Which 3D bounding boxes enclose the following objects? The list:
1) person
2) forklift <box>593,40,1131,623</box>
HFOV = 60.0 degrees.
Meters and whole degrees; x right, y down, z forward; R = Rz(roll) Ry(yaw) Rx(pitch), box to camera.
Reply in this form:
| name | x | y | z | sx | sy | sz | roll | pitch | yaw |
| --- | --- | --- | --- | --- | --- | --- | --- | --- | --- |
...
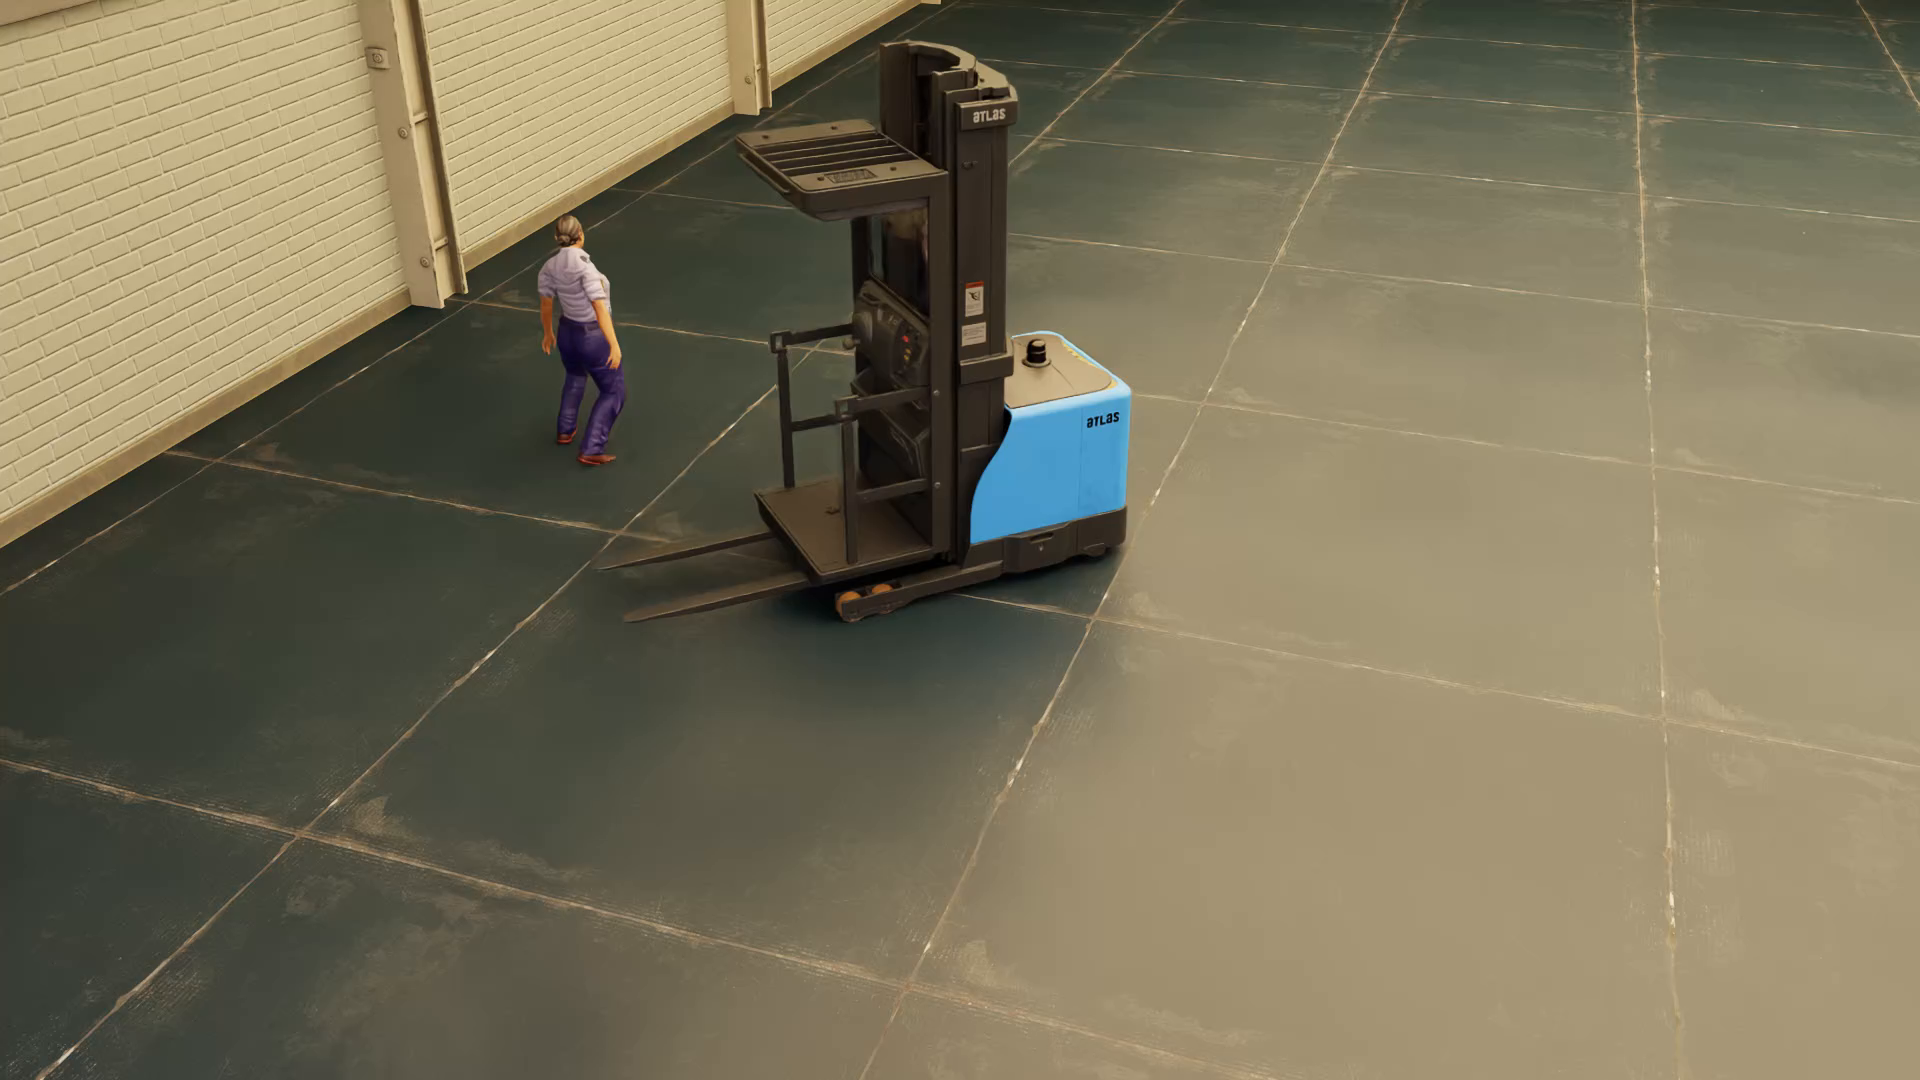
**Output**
| name | x | y | z | sx | sy | sz | roll | pitch | yaw |
| --- | --- | --- | --- | --- | --- | --- | --- | --- | --- |
| person | -2.461 | -1.274 | 10.786 | 0.823 | 1.624 | 0.484 | 22 | 36 | 33 |
| forklift | -0.566 | -1.113 | 9.089 | 3.031 | 2.935 | 1.130 | -13 | 32 | -22 |
